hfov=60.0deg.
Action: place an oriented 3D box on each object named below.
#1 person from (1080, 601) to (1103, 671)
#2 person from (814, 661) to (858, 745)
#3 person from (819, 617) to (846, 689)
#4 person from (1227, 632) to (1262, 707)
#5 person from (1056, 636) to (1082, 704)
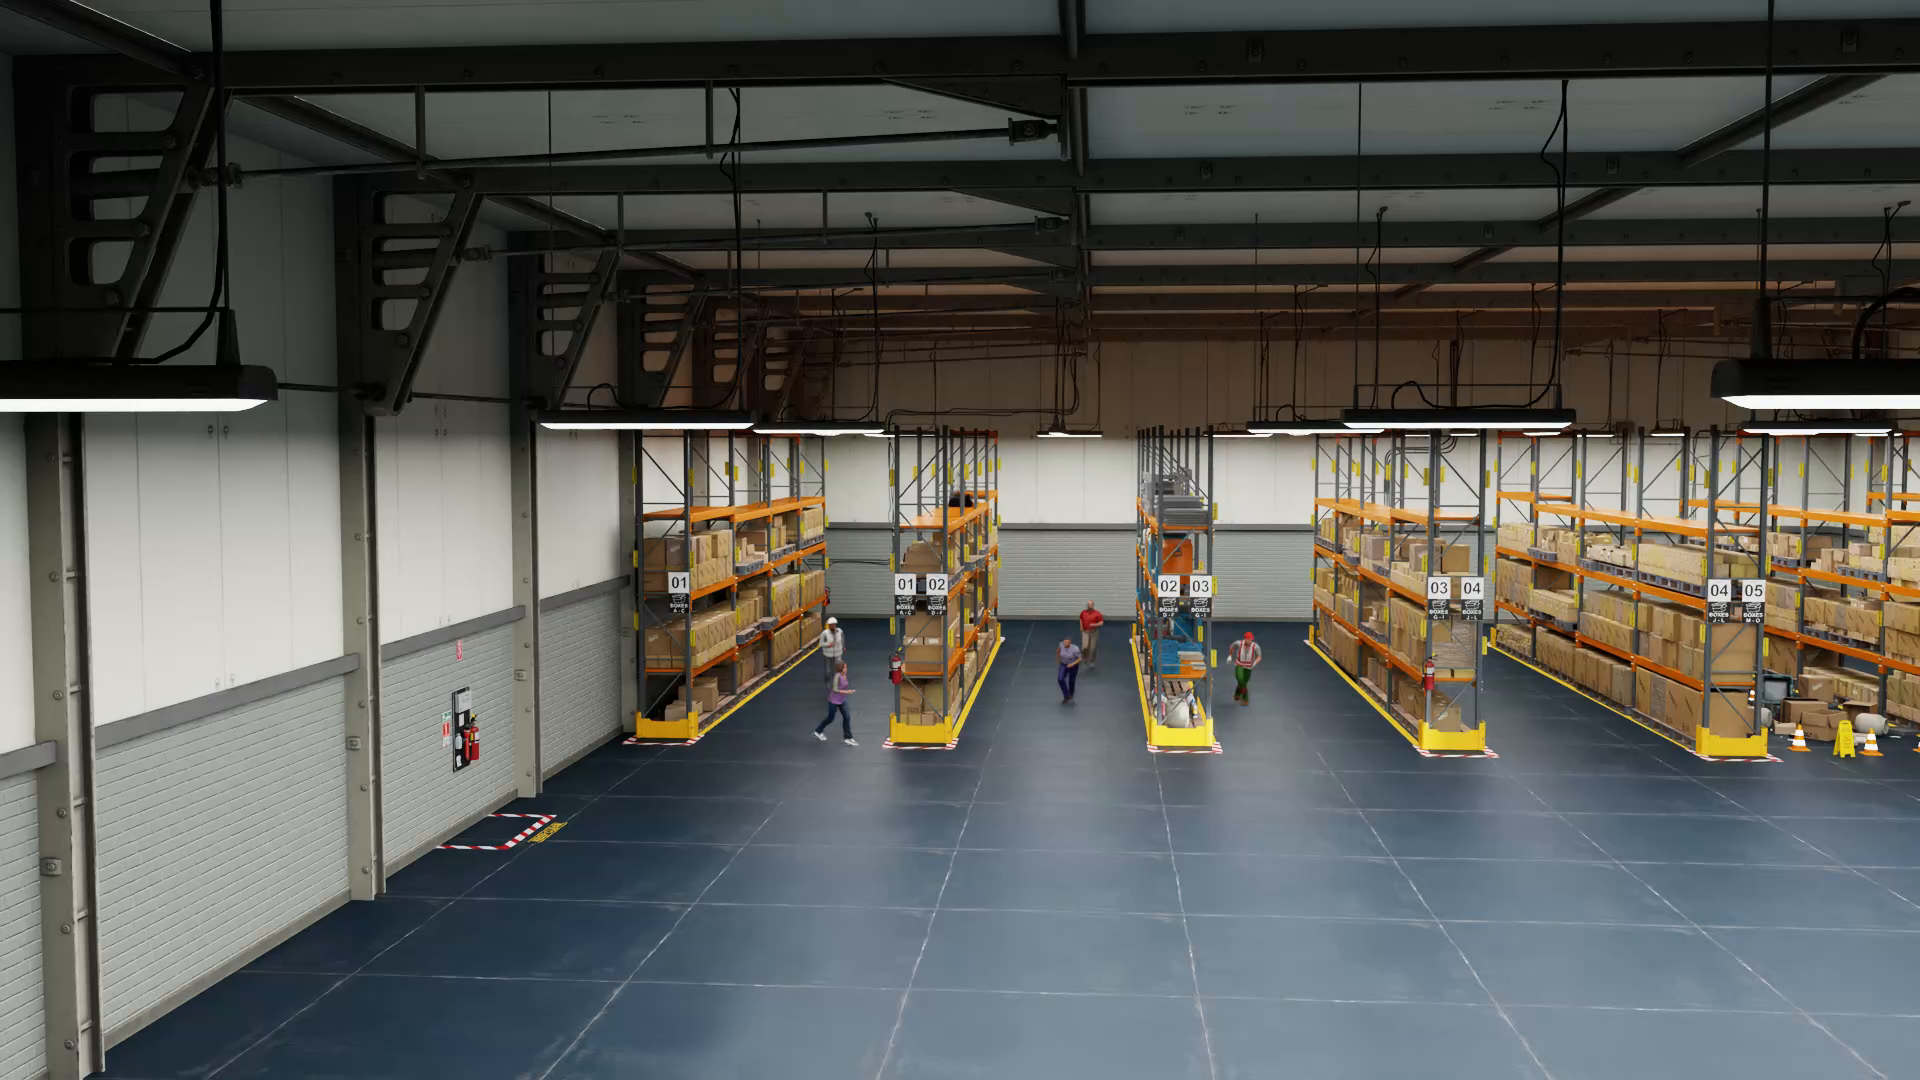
[{"bbox_3d":[3.254,2.384,41.409,0.626,1.759,0.724,1,4,12],"label":"person"},{"bbox_3d":[-2.332,3.045,31.182,0.923,1.572,0.546,2,4,29],"label":"person"},{"bbox_3d":[-2.882,2.599,37.571,0.653,1.753,0.974,-1,4,-14],"label":"person"},{"bbox_3d":[6.118,2.739,35.856,0.695,1.604,1.096,0,3,0],"label":"person"},{"bbox_3d":[2.403,2.785,36.338,0.623,1.483,1.027,1,4,16],"label":"person"}]
